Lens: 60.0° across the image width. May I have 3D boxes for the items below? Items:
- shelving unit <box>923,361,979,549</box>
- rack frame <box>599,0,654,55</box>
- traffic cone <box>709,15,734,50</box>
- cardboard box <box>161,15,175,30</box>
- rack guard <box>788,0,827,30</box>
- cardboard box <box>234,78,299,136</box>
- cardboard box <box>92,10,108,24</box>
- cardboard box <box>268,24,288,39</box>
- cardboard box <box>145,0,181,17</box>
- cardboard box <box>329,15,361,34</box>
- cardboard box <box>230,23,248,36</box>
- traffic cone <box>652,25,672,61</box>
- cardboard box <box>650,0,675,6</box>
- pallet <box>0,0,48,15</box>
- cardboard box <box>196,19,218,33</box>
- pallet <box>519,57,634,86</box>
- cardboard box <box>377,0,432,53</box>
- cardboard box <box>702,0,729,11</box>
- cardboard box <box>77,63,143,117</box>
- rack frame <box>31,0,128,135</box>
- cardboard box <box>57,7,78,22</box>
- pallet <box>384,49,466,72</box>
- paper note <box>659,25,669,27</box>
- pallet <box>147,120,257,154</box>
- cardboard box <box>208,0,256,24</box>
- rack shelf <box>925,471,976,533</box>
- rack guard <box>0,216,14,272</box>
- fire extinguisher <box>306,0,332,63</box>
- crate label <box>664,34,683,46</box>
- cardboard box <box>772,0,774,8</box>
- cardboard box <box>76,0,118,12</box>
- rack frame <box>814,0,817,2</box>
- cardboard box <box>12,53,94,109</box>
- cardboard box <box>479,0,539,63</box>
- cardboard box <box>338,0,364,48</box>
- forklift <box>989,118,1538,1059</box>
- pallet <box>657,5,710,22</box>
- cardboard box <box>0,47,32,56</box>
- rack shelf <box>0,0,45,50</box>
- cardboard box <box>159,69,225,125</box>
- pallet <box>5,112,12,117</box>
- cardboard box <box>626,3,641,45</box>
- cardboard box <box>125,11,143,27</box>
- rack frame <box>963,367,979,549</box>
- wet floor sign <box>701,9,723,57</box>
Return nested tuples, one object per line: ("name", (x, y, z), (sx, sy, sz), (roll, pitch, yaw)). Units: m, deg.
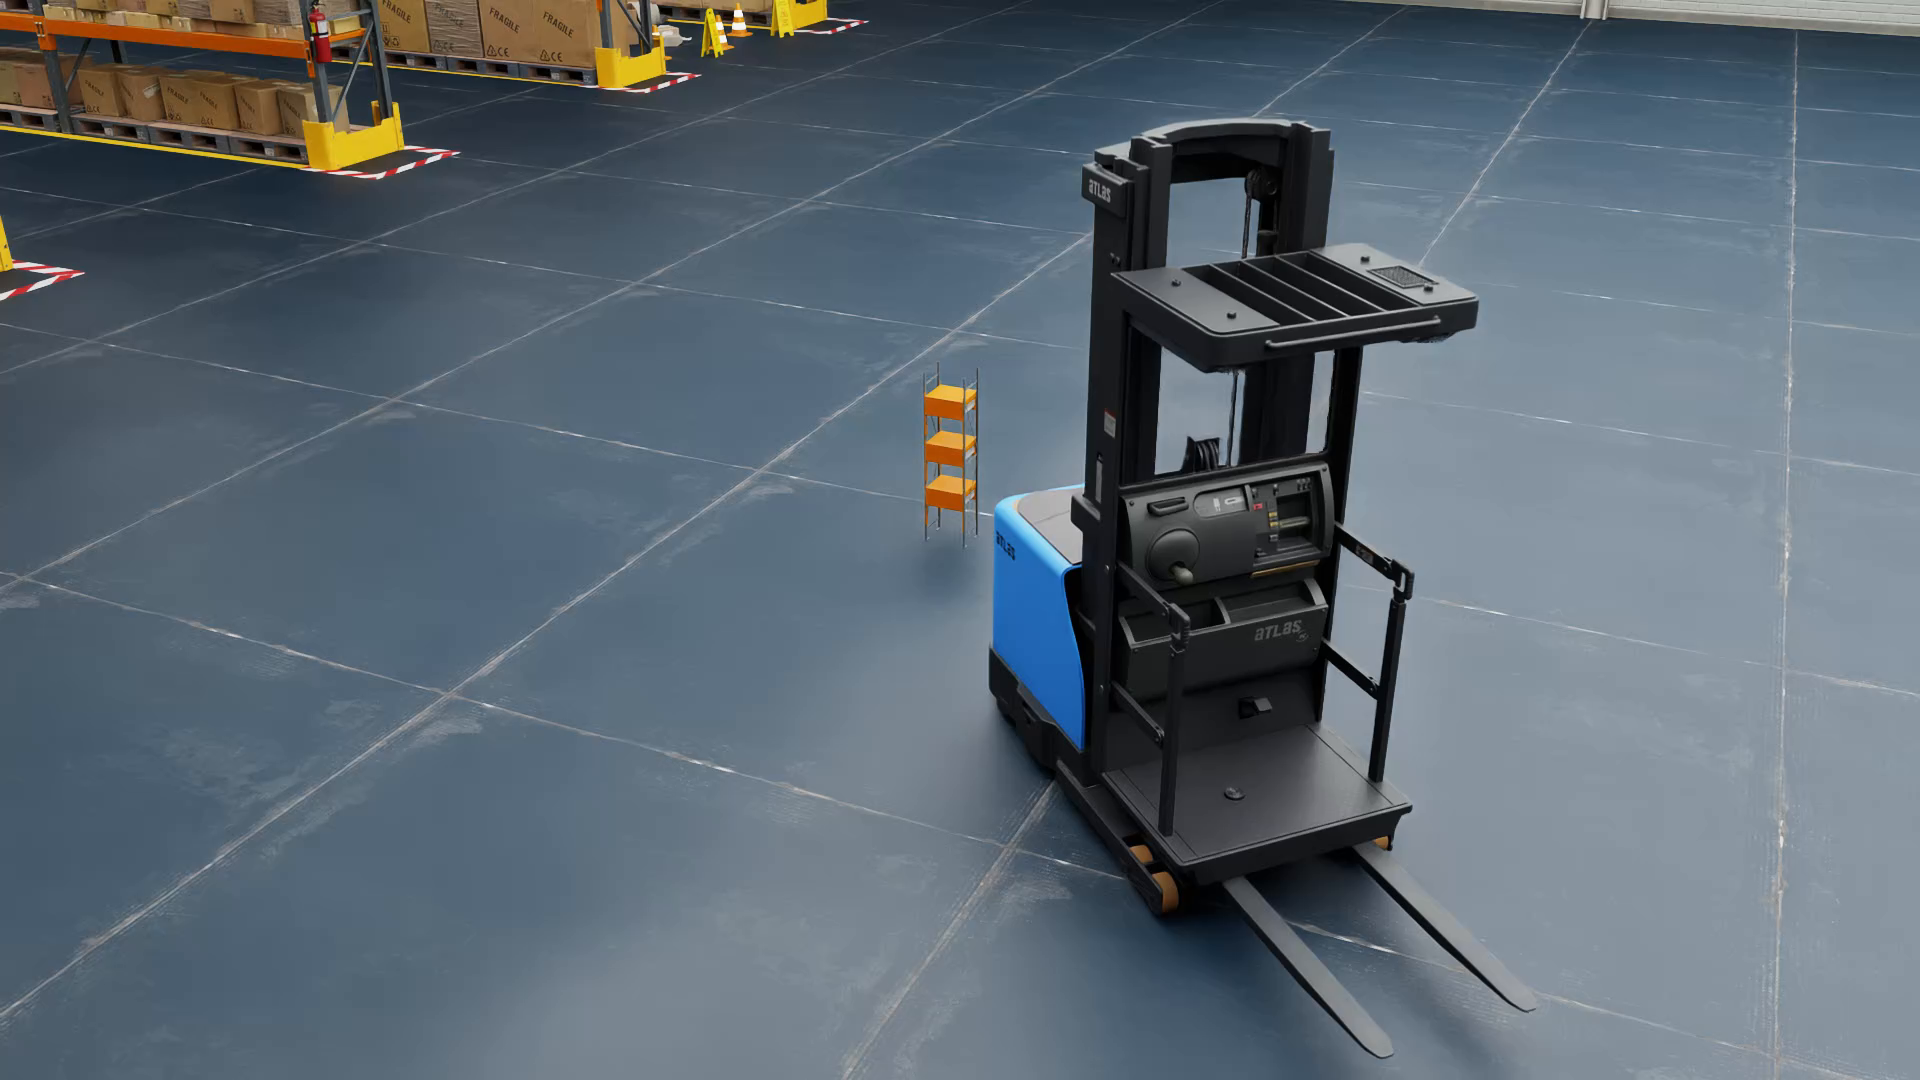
("shelving unit", (-0.049, -0.481, 9.538), (0.252, 1.050, 0.215), (11, 28, 22))
("rack frame", (-4.404, -7.512, 21.612), (0.127, 3.000, 1.000), (11, 28, 22))
("traffic cone", (-3.522, -7.434, 24.326), (0.334, 0.463, 0.336), (11, 28, 22))
("cardboard box", (-8.502, -5.698, 18.212), (0.250, 0.149, 0.380), (11, 28, 22))
("rack guard", (-2.516, -8.413, 26.272), (0.348, 0.500, 1.175), (11, 28, 22))
("cardboard box", (-7.669, -4.820, 18.498), (0.500, 0.500, 0.500), (20, 33, 35))
("cardboard box", (-9.426, -5.867, 18.555), (0.250, 0.149, 0.380), (11, 28, 22))
("cardboard box", (-7.121, -5.439, 17.685), (0.250, 0.149, 0.380), (11, 28, 22))
("cardboard box", (-8.431, -6.074, 18.242), (0.500, 0.500, 0.875), (11, 28, 22))
("cardboard box", (-6.710, -5.571, 17.955), (0.250, 0.149, 0.380), (11, 28, 22))
("cardboard box", (-7.591, -5.515, 17.841), (0.250, 0.149, 0.380), (11, 28, 22))
("traffic cone", (-4.299, -7.042, 23.529), (0.334, 0.463, 0.336), (11, 28, 22))
("cardboard box", (-4.688, -8.802, 26.869), (0.500, 0.250, 0.500), (11, 28, 21))
("pallet", (-10.826, -6.380, 19.529), (1.213, 0.211, 1.003), (11, 28, 22))
("cardboard box", (-8.038, -5.615, 18.042), (0.250, 0.149, 0.380), (11, 28, 22))
("pallet", (-5.164, -6.376, 22.461), (1.213, 0.211, 1.003), (11, 28, 22))
("cardboard box", (-7.501, -7.335, 23.183), (0.875, 0.875, 0.875), (12, 29, 23))
("cardboard box", (-3.762, -8.613, 26.486), (0.500, 0.250, 0.500), (11, 28, 22))
("cardboard box", (-9.843, -5.245, 19.362), (0.500, 0.500, 0.500), (10, 28, 20))
("rack frame", (-10.190, -6.268, 19.084), (0.127, 3.000, 1.000), (11, 28, 22))
("cardboard box", (-9.897, -5.944, 18.711), (0.250, 0.149, 0.380), (11, 28, 22))
("pallet", (-7.385, -6.822, 23.367), (1.213, 0.211, 1.003), (11, 28, 22))
("paper note", (-4.656, -8.082, 26.131), (0.148, 0.019, 0.142), (2, 26, 4))
("pallet", (-8.450, -4.685, 19.028), (1.213, 0.211, 1.003), (11, 28, 22))
("cardboard box", (-7.543, -5.869, 17.825), (0.500, 0.500, 0.875), (11, 28, 22))
("rack shelf", (-0.049, -0.222, 9.665), (0.240, 0.259, 0.215), (11, 28, 22))
("rack guard", (-8.688, -2.418, 14.096), (0.348, 0.500, 1.175), (11, 28, 22))
("fire extinguisher", (-6.635, -5.295, 17.197), (0.183, 0.674, 0.296), (11, 28, 22))
("crate label", (-4.263, -7.407, 24.639), (0.298, 0.136, 0.250), (-2, 26, -5))
("cardboard box", (-3.067, -8.734, 26.732), (0.500, 0.250, 0.500), (11, 28, 21))
("cardboard box", (-9.365, -6.233, 18.564), (0.500, 0.500, 0.875), (11, 28, 22))
("rack frame", (-2.447, -9.521, 25.692), (0.127, 3.000, 1.000), (11, 28, 22))
("cardboard box", (-10.740, -5.464, 19.785), (0.500, 0.500, 0.700), (9, 28, 18))
("cardboard box", (-5.850, -7.005, 22.511), (0.875, 0.875, 0.875), (11, 28, 21))
("cardboard box", (-8.647, -7.500, 23.659), (0.750, 0.750, 1.050), (11, 28, 22))
("forklift", (1.168, -0.024, 6.481), (1.130, 2.935, 3.031), (-10, 28, -20))
("pallet", (-4.347, -8.670, 27.121), (1.213, 0.211, 1.003), (11, 28, 22))
("cardboard box", (-11.676, -5.661, 20.185), (0.500, 0.500, 0.700), (9, 28, 17))
("rack shelf", (-12.011, -6.310, 19.986), (4.000, 0.370, 1.077), (11, 28, 22))
("cardboard box", (-8.720, -5.062, 18.989), (0.500, 0.500, 0.500), (9, 28, 17))
("pallet", (-12.014, -5.381, 20.440), (1.213, 0.211, 1.003), (11, 28, 22))
("cardboard box", (-5.094, -7.704, 24.828), (0.637, 0.503, 0.797), (-7, 27, -14))
("cardboard box", (-8.971, -5.776, 18.370), (0.250, 0.149, 0.380), (11, 28, 22))
("rack frame", (0.062, -0.458, 9.493), (0.008, 1.050, 0.200), (11, 28, 22))
("wet floor sign", (-3.558, -7.247, 23.738), (0.232, 0.644, 0.267), (6, 27, 13))
